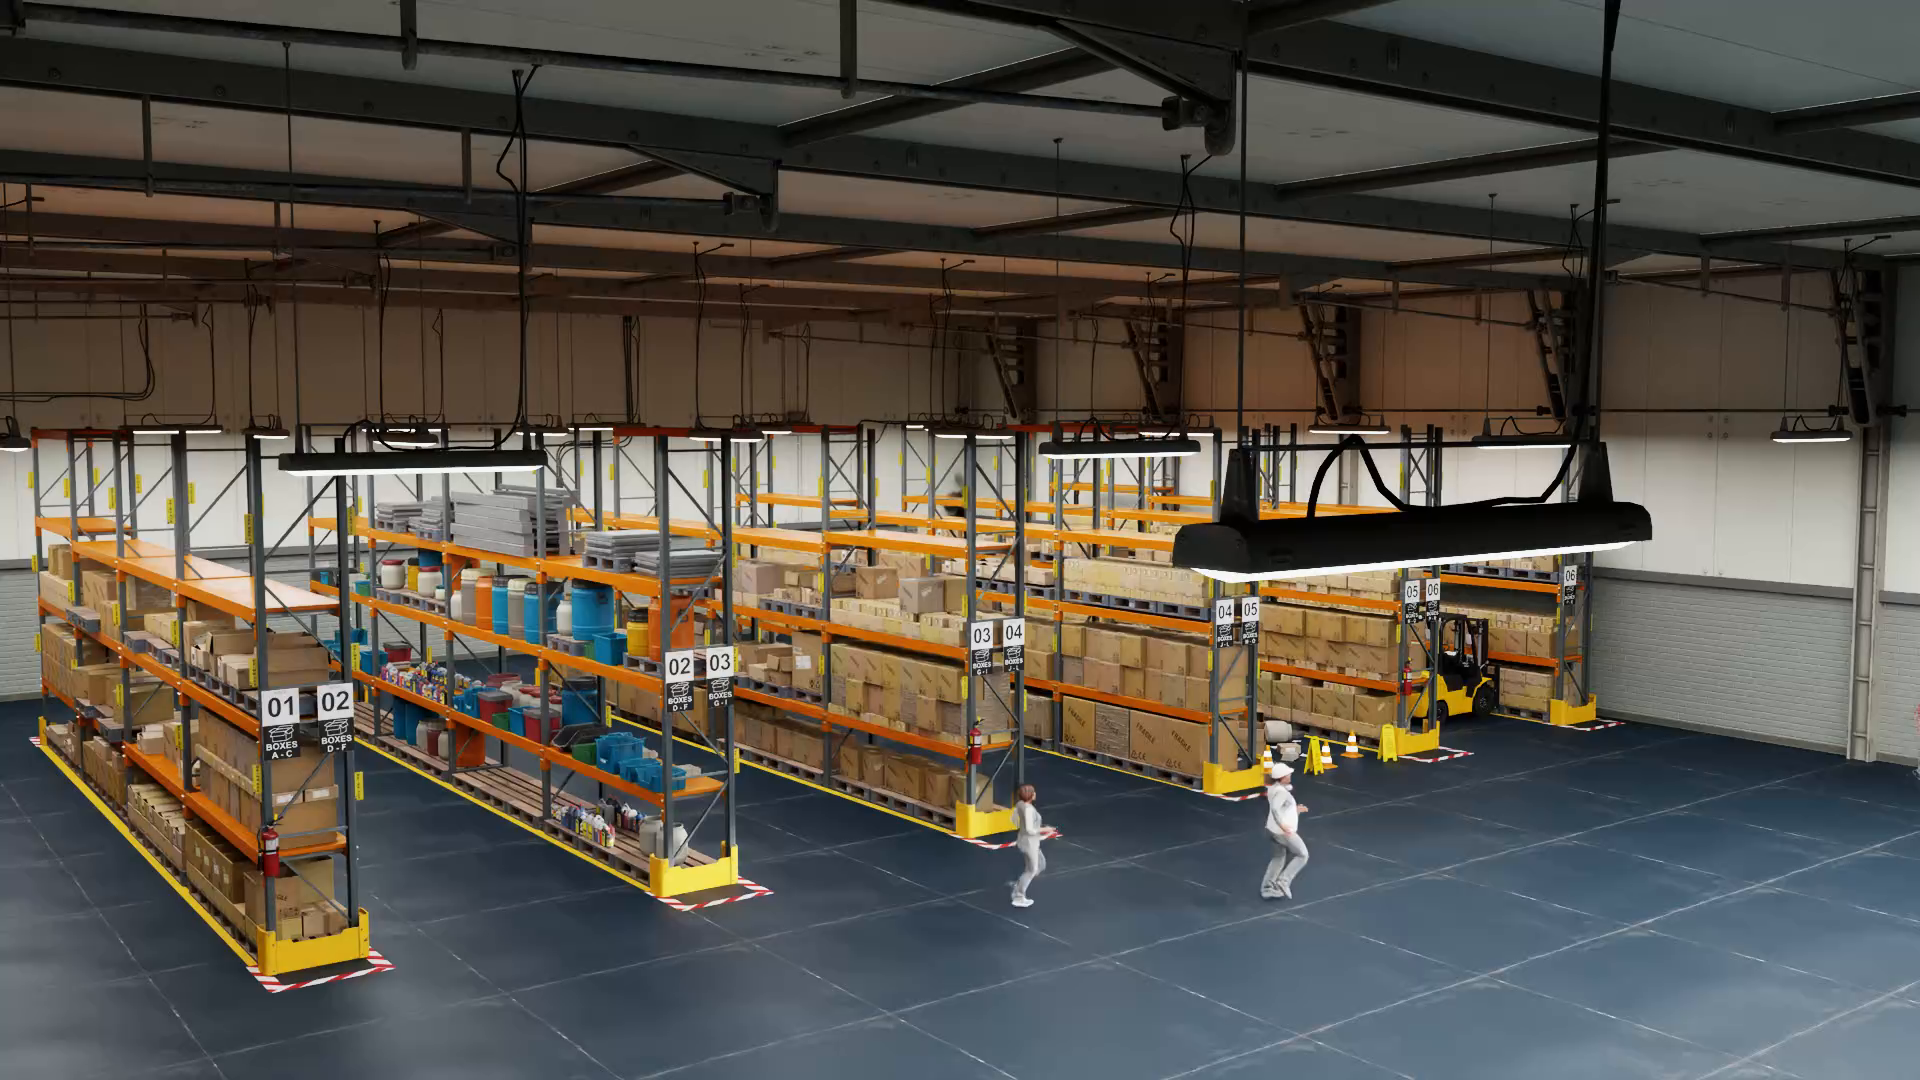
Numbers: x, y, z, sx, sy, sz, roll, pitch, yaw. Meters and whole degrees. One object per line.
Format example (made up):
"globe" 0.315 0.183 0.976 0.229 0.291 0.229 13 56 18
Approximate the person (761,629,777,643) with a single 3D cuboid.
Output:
"person" -4.868 2.146 42.217 0.647 1.768 0.629 -3 6 -36

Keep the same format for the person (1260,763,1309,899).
"person" 4.206 3.756 21.499 0.642 1.751 0.644 -1 5 -13

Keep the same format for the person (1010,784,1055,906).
"person" 0.923 3.874 21.172 0.555 1.557 0.522 -1 5 -8
